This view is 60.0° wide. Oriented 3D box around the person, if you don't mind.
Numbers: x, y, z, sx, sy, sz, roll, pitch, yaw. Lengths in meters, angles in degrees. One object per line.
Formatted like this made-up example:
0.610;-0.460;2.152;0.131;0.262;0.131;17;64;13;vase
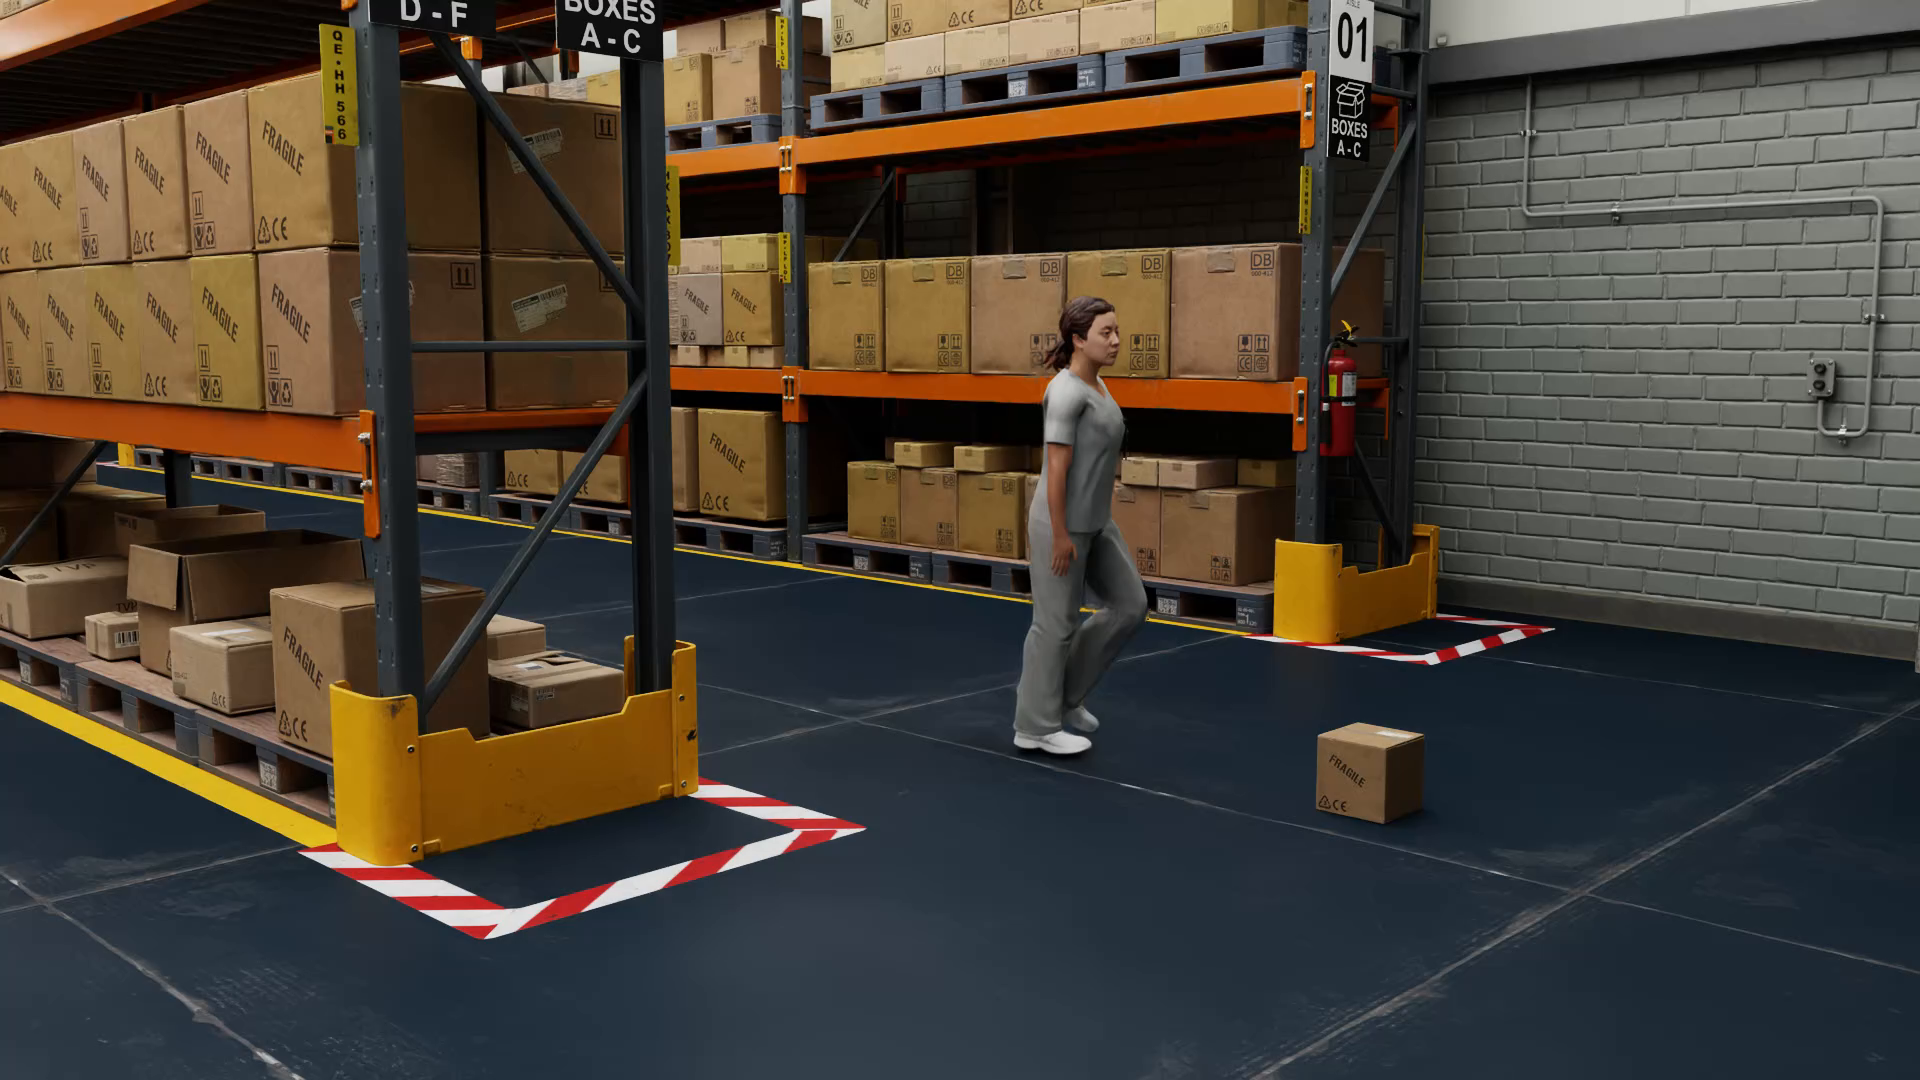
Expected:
0.408;-0.041;5.994;0.470;1.657;0.483;3;8;25;person
